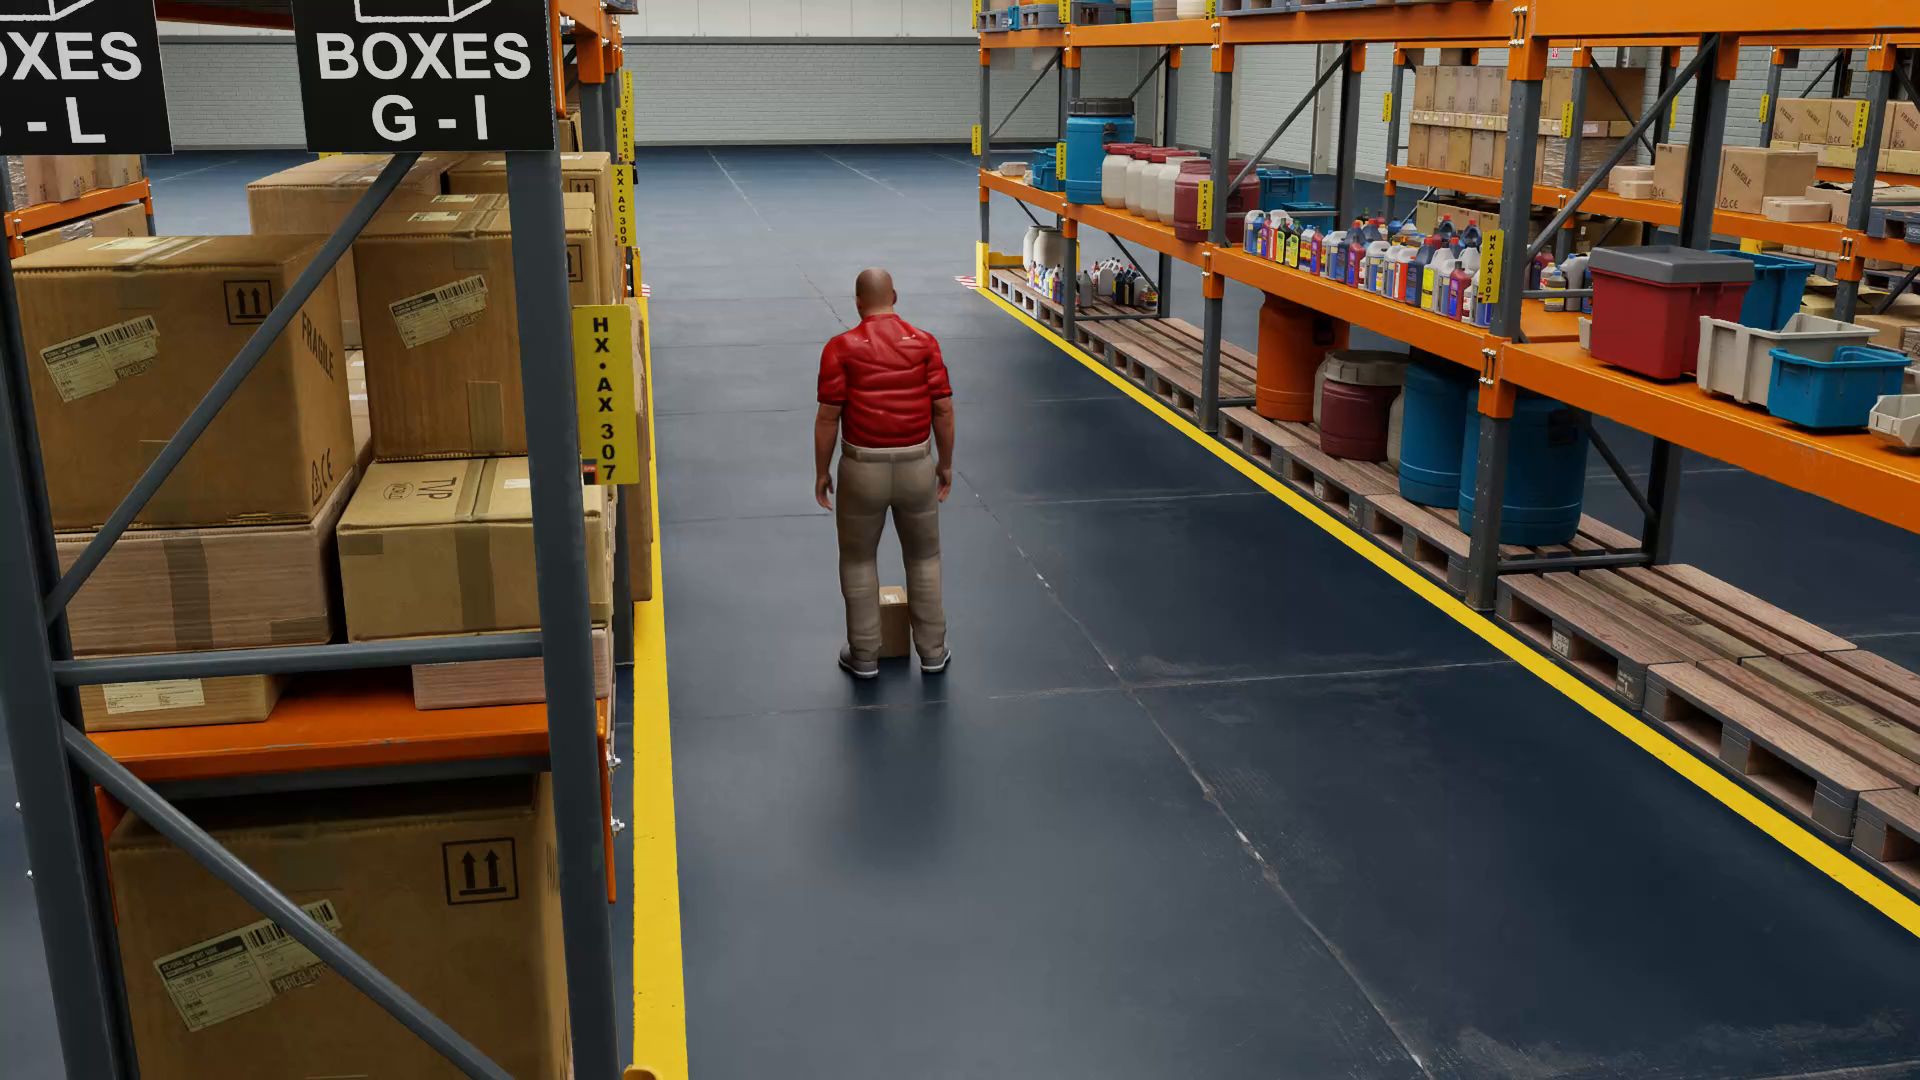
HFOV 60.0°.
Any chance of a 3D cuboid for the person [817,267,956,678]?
[{"bbox_3d":[-0.309,-0.274,6.998,0.585,1.727,0.391,-3,17,-11],"label":"person"}]
